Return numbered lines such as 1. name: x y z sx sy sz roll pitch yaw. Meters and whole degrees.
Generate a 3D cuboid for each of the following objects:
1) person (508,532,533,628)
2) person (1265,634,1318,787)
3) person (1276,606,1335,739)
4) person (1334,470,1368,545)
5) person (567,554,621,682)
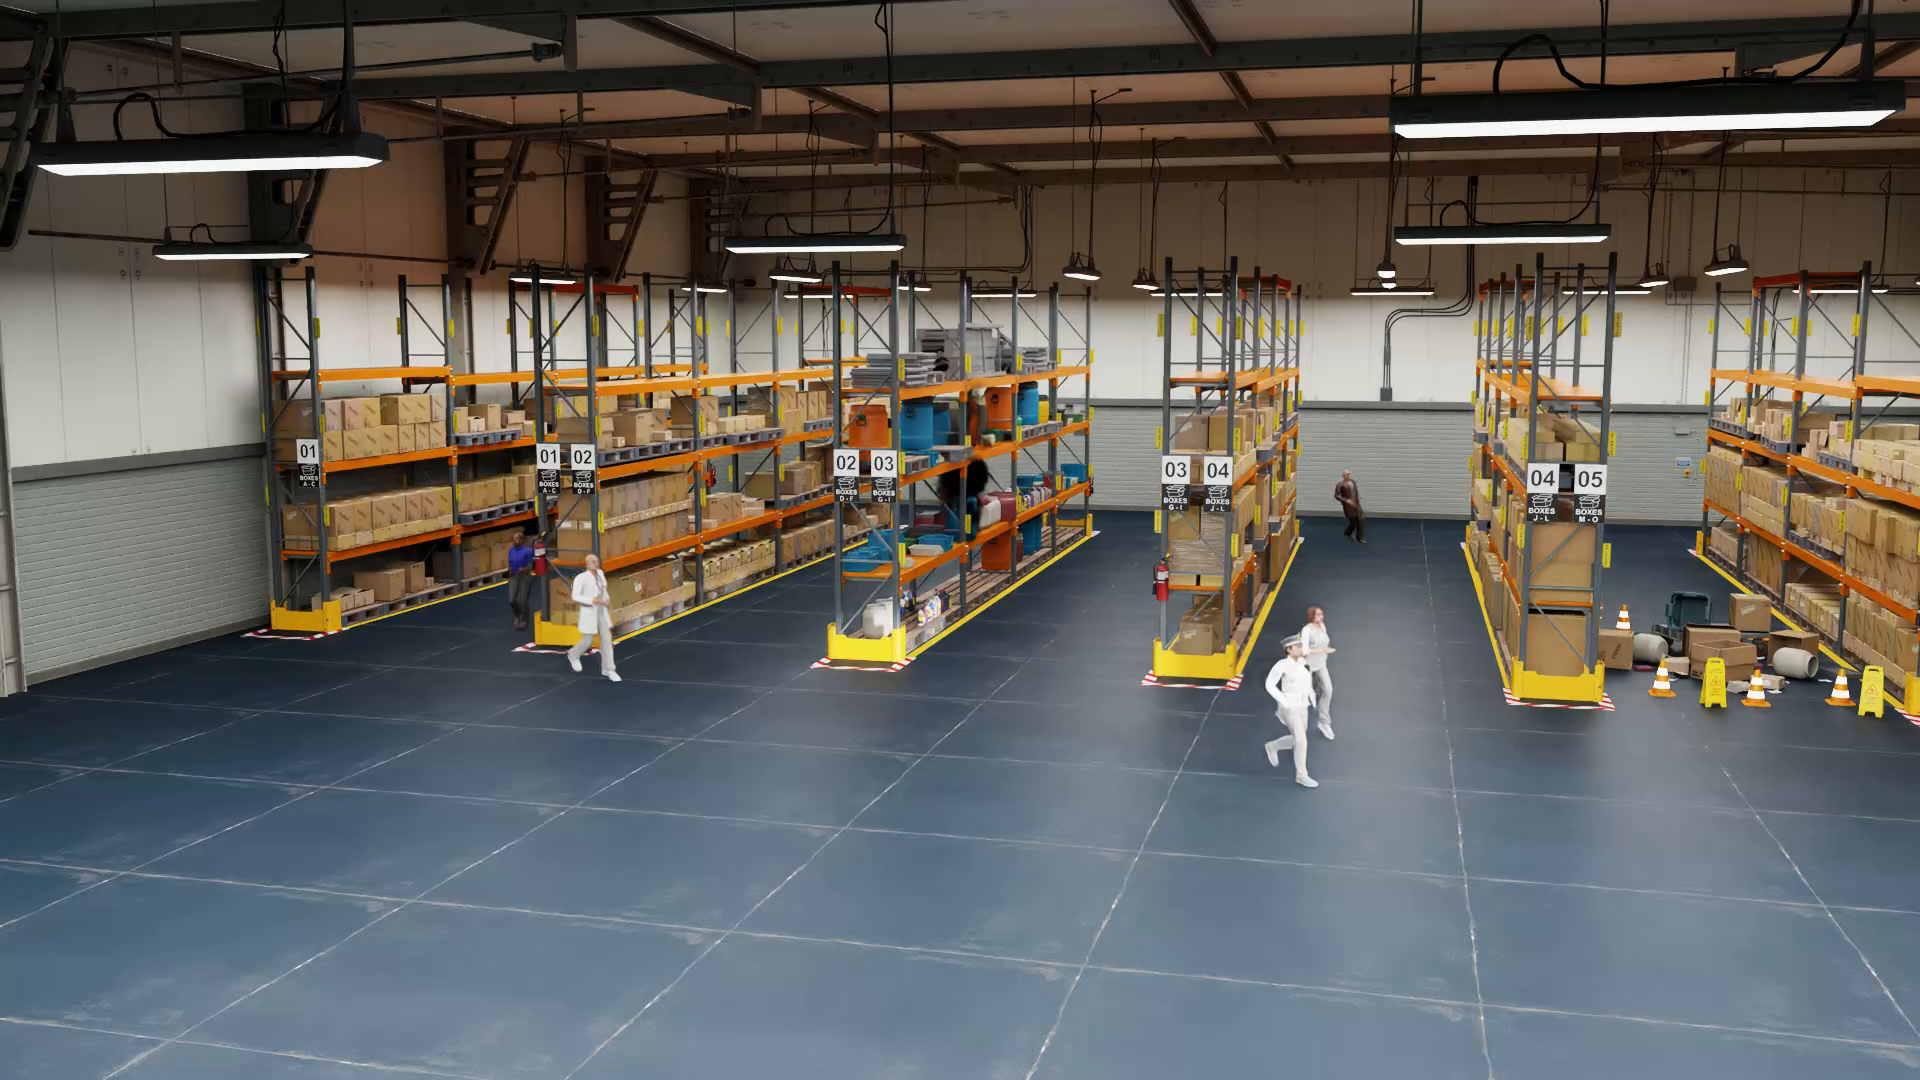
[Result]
1. person: -7.350 0.682 27.748 0.560 1.621 0.582 1 7 11
2. person: 3.651 1.848 18.397 0.635 1.670 0.781 -6 9 -39
3. person: 4.339 1.604 20.627 0.524 1.633 0.848 -5 9 -35
4. person: 9.075 -0.769 38.775 0.735 1.730 0.802 -3 8 -22
5. person: -5.273 1.094 23.849 1.031 1.802 0.727 6 9 38
